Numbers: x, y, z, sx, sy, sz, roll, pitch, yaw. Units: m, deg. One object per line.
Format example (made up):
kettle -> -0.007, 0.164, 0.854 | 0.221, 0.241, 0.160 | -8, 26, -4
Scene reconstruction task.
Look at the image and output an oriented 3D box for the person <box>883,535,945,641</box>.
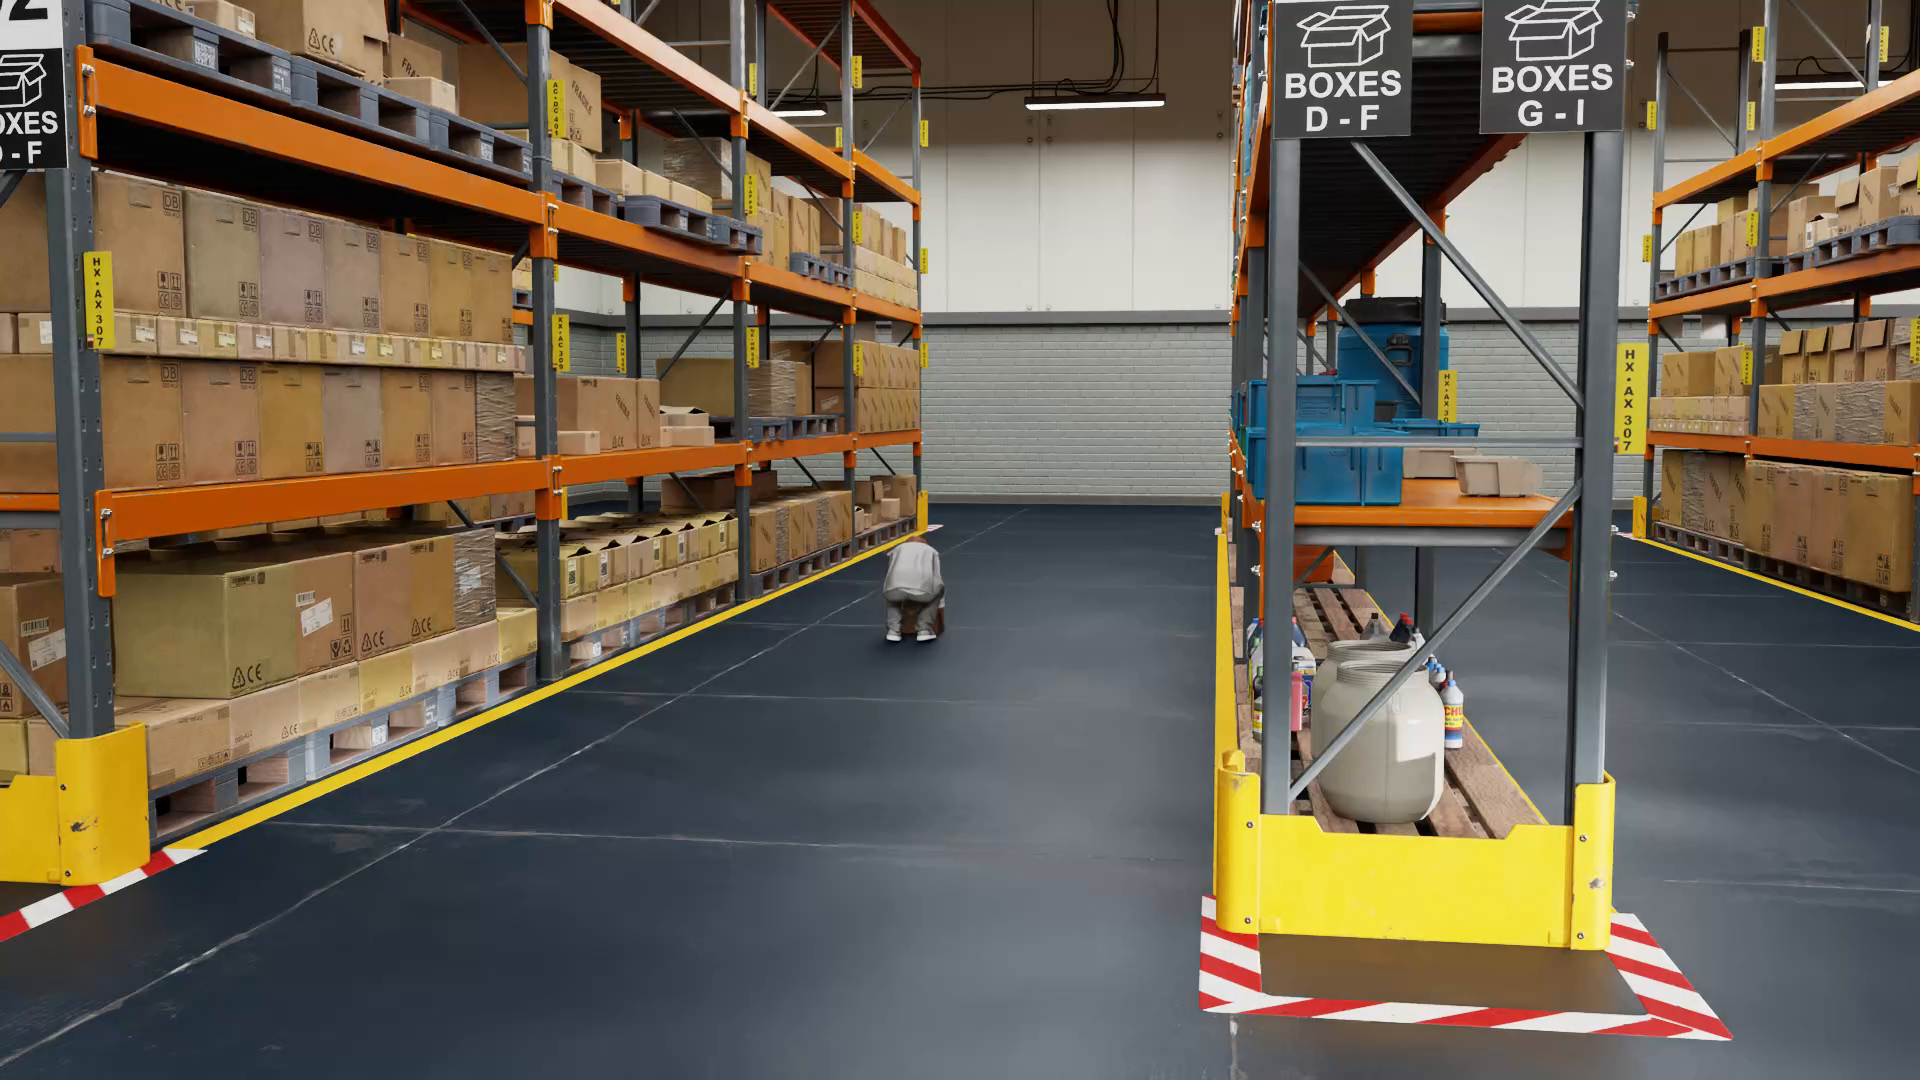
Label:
person -> -0.324, 0.368, 11.547 | 0.428, 0.759, 0.839 | 1, 5, 8
